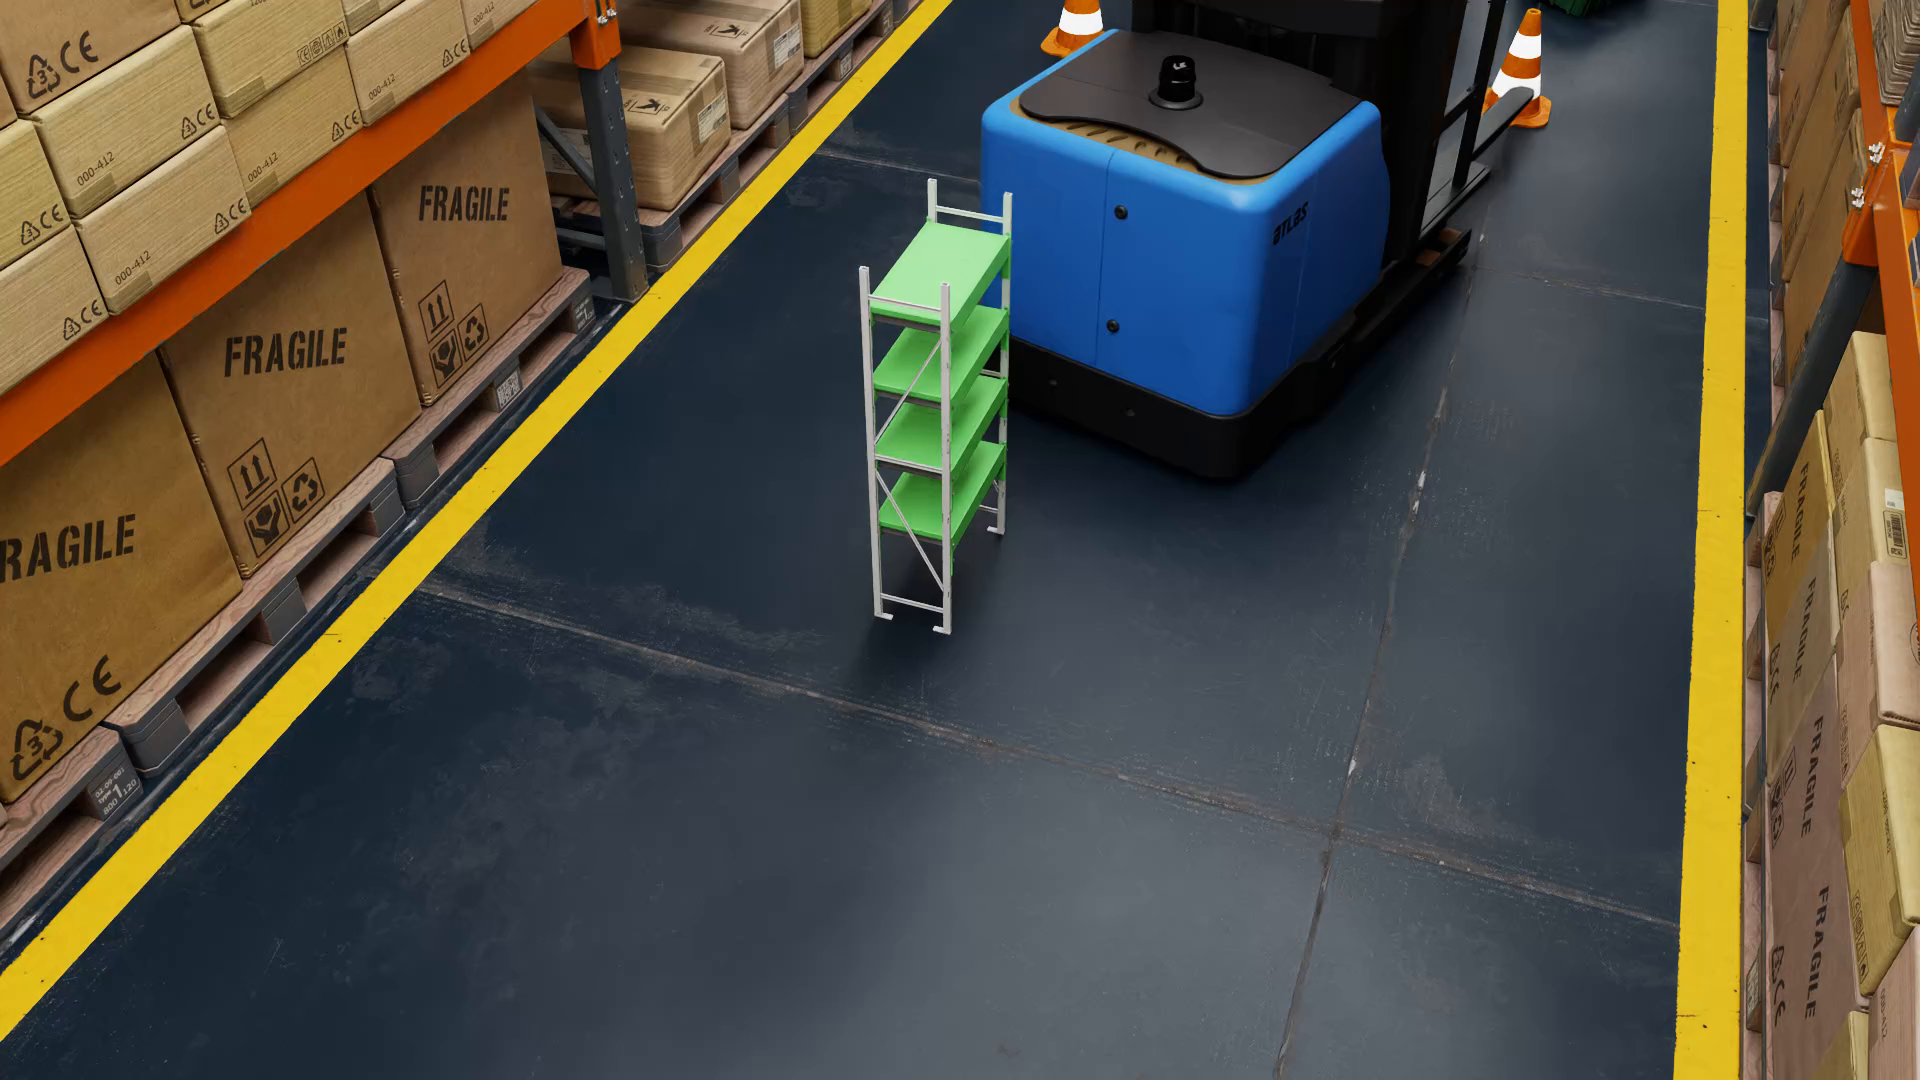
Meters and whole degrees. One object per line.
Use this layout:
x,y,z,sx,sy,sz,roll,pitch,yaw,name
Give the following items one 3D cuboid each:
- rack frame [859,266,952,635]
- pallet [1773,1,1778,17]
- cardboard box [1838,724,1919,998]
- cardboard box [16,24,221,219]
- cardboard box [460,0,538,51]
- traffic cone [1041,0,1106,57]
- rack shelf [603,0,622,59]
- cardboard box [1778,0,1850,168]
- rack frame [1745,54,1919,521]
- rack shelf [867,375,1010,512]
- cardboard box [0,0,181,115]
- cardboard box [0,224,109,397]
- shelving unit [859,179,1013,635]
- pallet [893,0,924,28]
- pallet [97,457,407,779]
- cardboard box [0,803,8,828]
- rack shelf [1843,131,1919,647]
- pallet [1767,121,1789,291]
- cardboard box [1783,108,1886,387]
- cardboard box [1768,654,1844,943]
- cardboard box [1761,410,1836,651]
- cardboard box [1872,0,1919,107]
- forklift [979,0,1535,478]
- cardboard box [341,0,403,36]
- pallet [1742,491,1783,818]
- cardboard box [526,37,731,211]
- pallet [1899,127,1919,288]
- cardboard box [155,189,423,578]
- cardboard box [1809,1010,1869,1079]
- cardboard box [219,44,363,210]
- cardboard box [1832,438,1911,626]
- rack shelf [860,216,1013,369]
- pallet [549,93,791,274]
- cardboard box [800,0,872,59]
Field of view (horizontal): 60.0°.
-0.140,-0.207,4.568,0.240,1.200,0.015,13,42,15,rack frame
4.709,-2.962,8.559,1.003,0.211,1.213,13,42,15,pallet
2.012,0.663,3.187,0.500,0.250,0.500,12,42,13,cardboard box
-2.111,-1.008,3.850,0.500,0.250,0.500,12,42,14,cardboard box
-1.608,-1.750,5.106,0.500,0.250,0.500,12,42,14,cardboard box
0.580,-2.581,7.919,0.336,0.463,0.334,13,42,15,traffic cone
-0.995,-3.120,7.150,1.077,0.370,4.000,13,42,15,rack shelf
3.914,-1.894,6.569,1.050,0.750,0.750,13,42,15,cardboard box
3.007,-1.136,4.271,1.000,3.000,0.127,13,42,15,rack frame
-0.057,-0.307,4.784,0.258,0.148,0.480,13,42,15,rack shelf
-2.134,-1.295,3.610,0.500,0.500,0.500,13,42,14,cardboard box
-2.283,-0.511,3.654,0.500,0.250,0.500,13,42,15,cardboard box
-0.057,-0.355,4.742,0.258,1.200,0.503,13,42,15,shelving unit
-0.576,-3.077,8.694,1.003,0.211,1.213,13,42,15,pallet
-2.438,0.093,4.978,1.003,0.211,1.213,13,42,15,pallet
-2.910,0.519,3.644,0.875,0.875,0.875,15,43,16,cardboard box
2.323,0.357,3.075,1.077,0.370,4.000,13,42,15,rack shelf
3.766,-1.281,6.589,1.003,0.211,1.213,13,42,15,pallet
3.300,-0.792,5.277,1.050,0.750,0.750,13,42,14,cardboard box
2.186,0.651,3.778,0.500,0.500,0.500,12,42,14,cardboard box
2.526,0.030,4.507,0.500,0.500,0.500,12,42,13,cardboard box
2.909,-1.509,4.630,0.500,0.500,0.500,13,42,15,cardboard box
1.324,-2.226,5.601,1.130,2.935,3.031,25,47,27,forklift
-1.778,-1.641,4.593,0.500,0.250,0.500,12,42,14,cardboard box
2.739,0.401,4.618,1.003,0.211,1.213,13,42,15,pallet
-1.476,-1.676,6.604,0.950,0.372,0.625,11,42,12,cardboard box
2.864,-0.605,3.796,1.213,0.211,1.003,13,42,15,pallet
-2.302,-0.579,4.931,0.875,0.875,0.875,14,42,16,cardboard box
1.832,1.274,3.048,0.500,0.500,0.500,12,42,14,cardboard box
-1.955,-1.132,4.381,0.500,0.250,0.500,13,42,15,cardboard box
2.371,0.046,3.910,0.500,0.250,0.500,13,42,15,cardboard box
-0.057,-0.672,4.472,0.258,0.148,0.480,13,42,15,rack shelf
-1.410,-1.589,6.950,1.003,0.211,1.213,13,42,15,pallet
-0.967,-2.589,7.675,0.950,0.372,0.625,15,43,17,cardboard box
